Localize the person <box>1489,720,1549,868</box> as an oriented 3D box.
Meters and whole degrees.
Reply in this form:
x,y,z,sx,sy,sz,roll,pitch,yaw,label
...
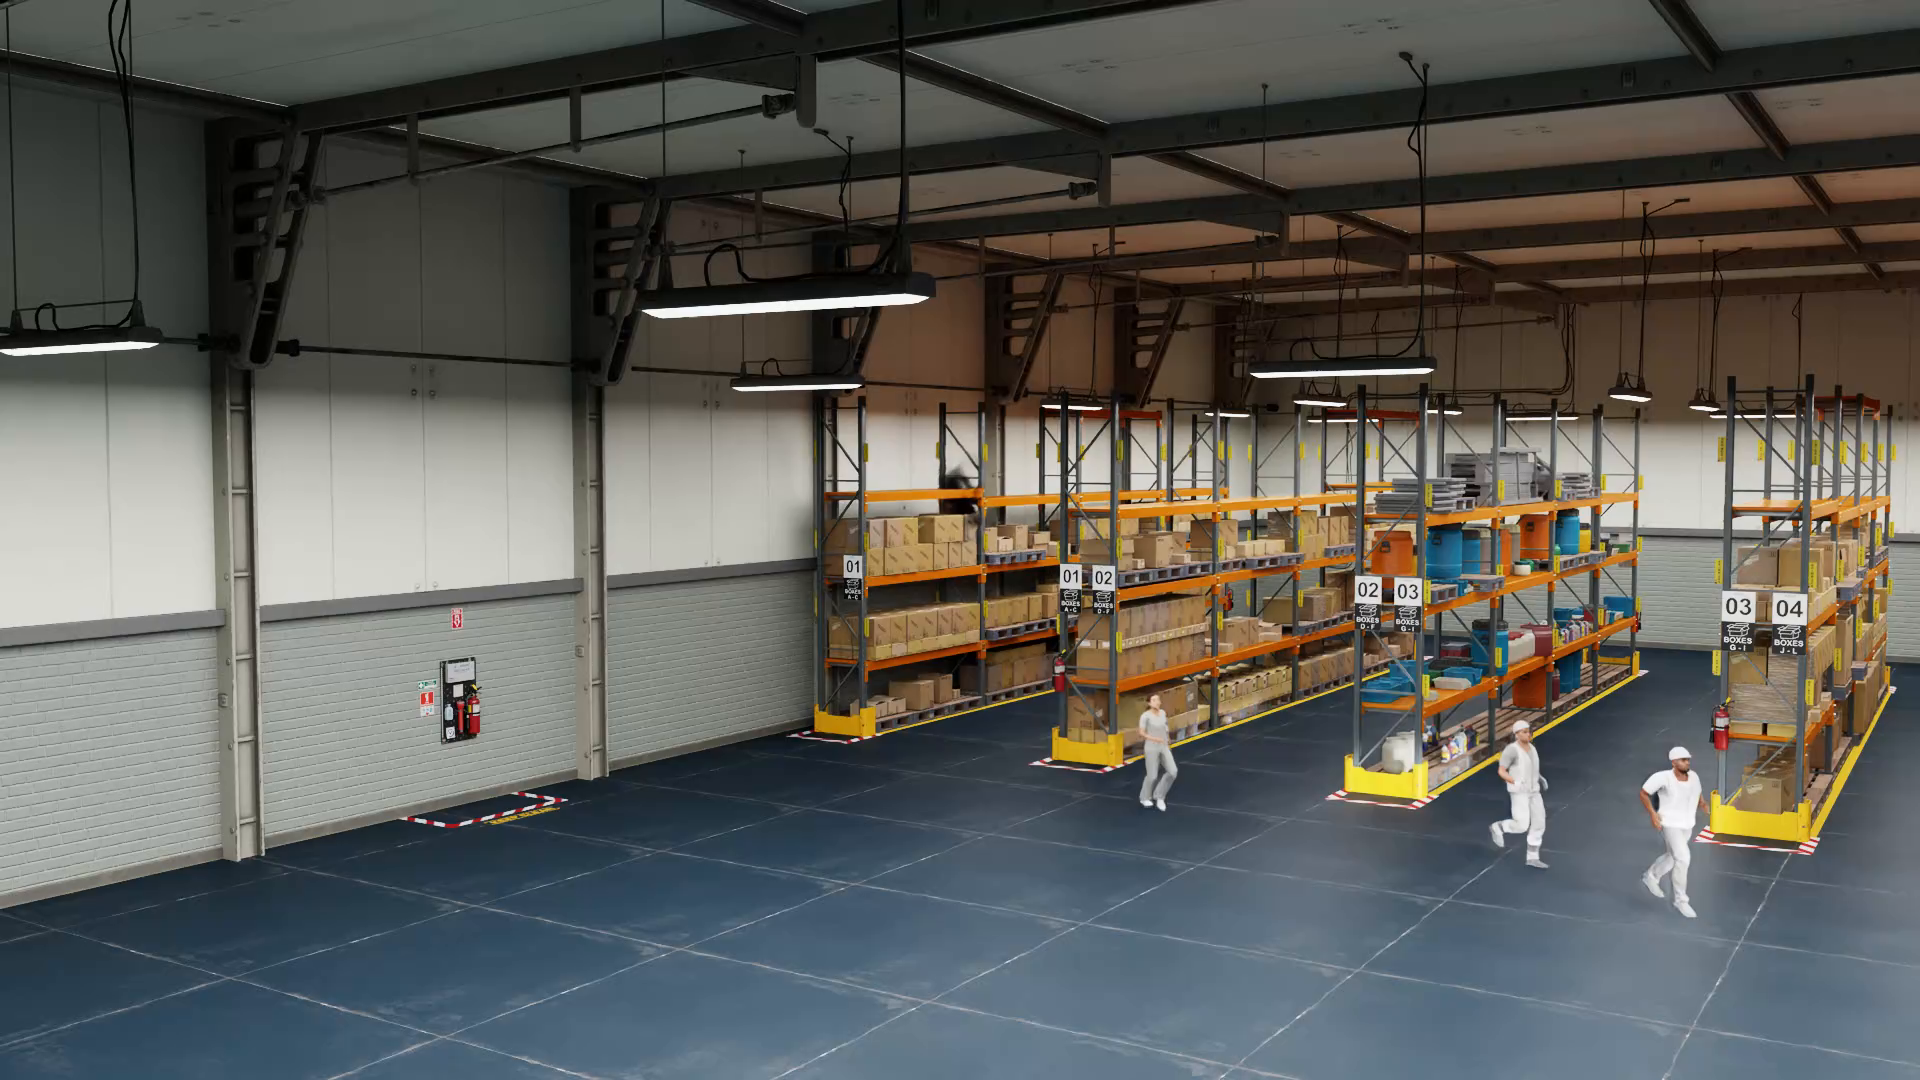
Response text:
x,y,z,sx,sy,sz,roll,pitch,yaw,label
6.860,3.068,20.265,0.669,1.748,0.848,-2,3,-27,person

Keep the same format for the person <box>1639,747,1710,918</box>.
x,y,z,sx,sy,sz,roll,pitch,yaw,label
7.850,3.150,18.278,0.691,1.799,0.854,-1,3,-24,person

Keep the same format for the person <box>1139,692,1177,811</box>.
x,y,z,sx,sy,sz,roll,pitch,yaw,label
2.755,2.955,23.304,0.571,1.653,0.652,-1,3,-26,person
